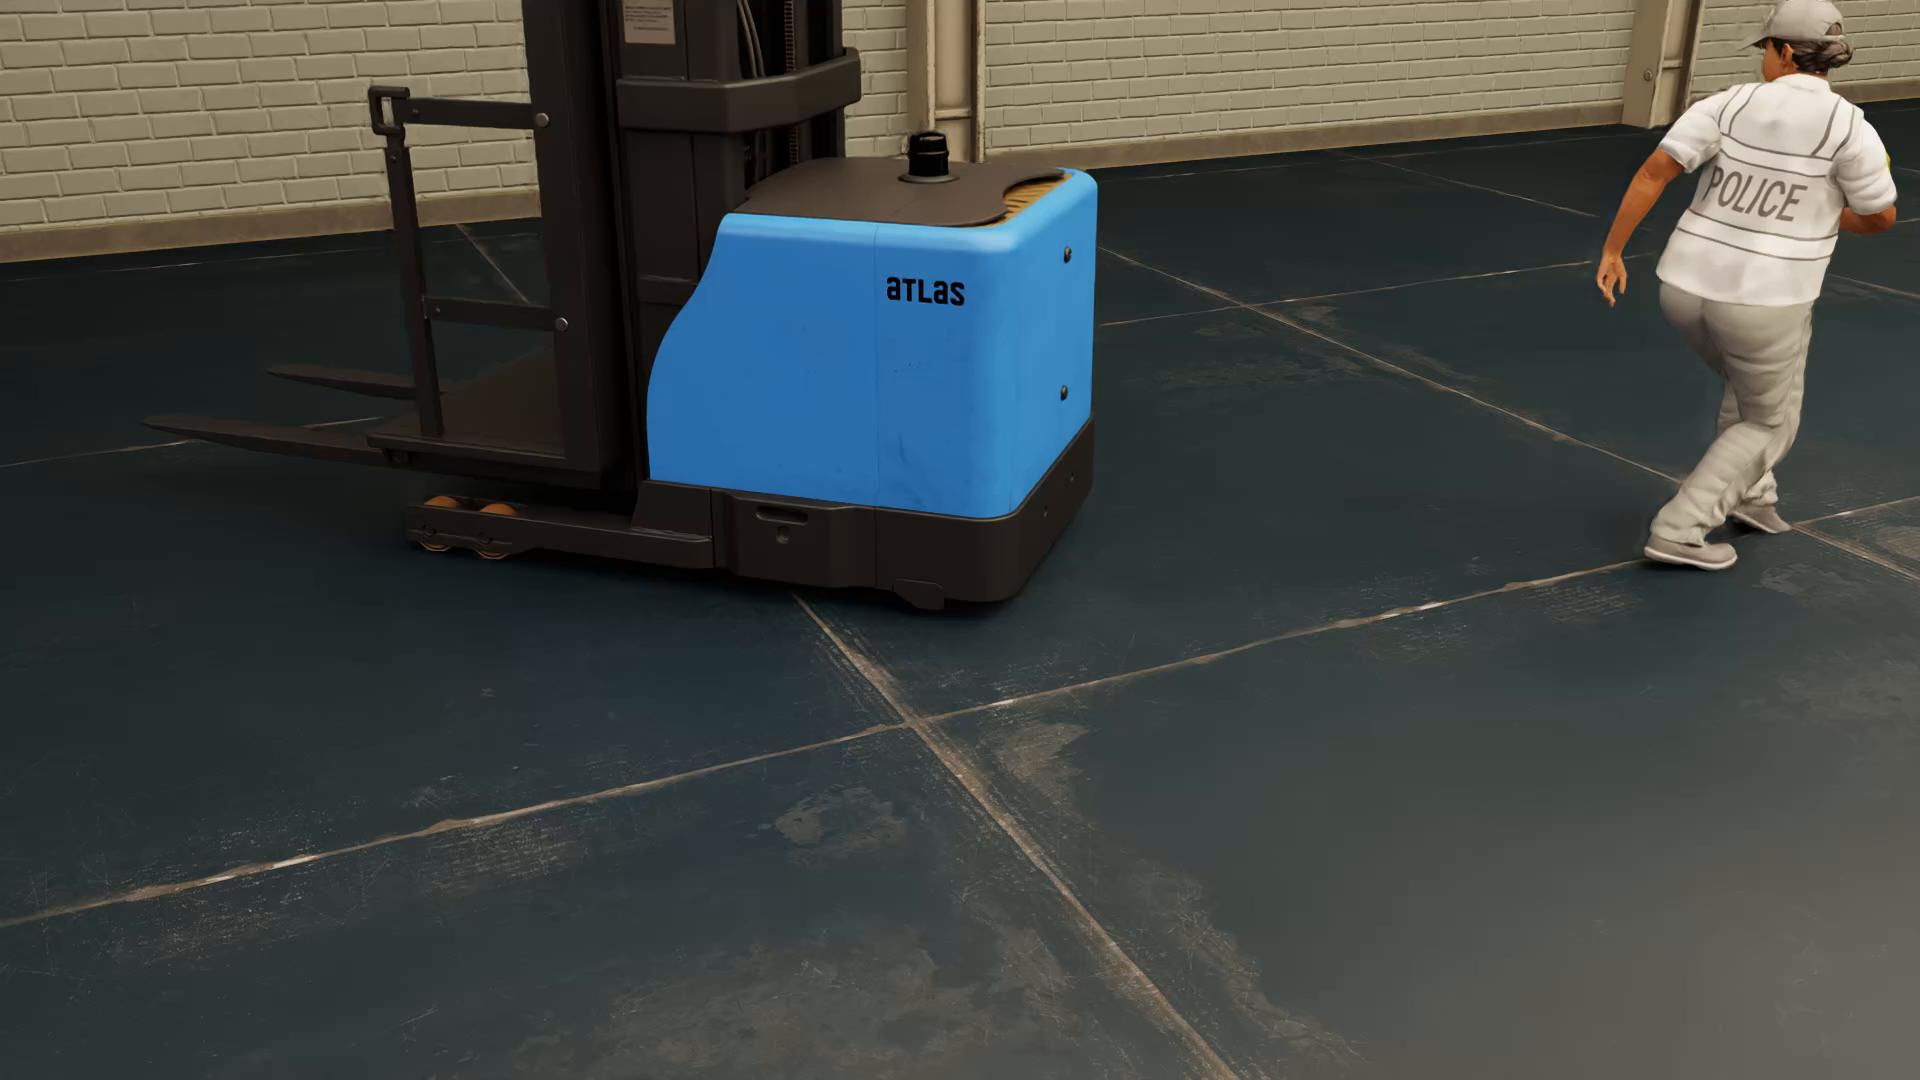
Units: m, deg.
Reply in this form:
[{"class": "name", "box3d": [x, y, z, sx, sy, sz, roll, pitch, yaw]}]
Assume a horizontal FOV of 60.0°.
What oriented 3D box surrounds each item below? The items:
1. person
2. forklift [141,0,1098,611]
[{"class": "person", "box3d": [2.270, -0.686, 4.744, 0.828, 1.652, 0.529, -12, 25, -27]}, {"class": "forklift", "box3d": [-1.150, -1.477, 4.842, 3.031, 2.935, 1.130, 7, 24, 17]}]
